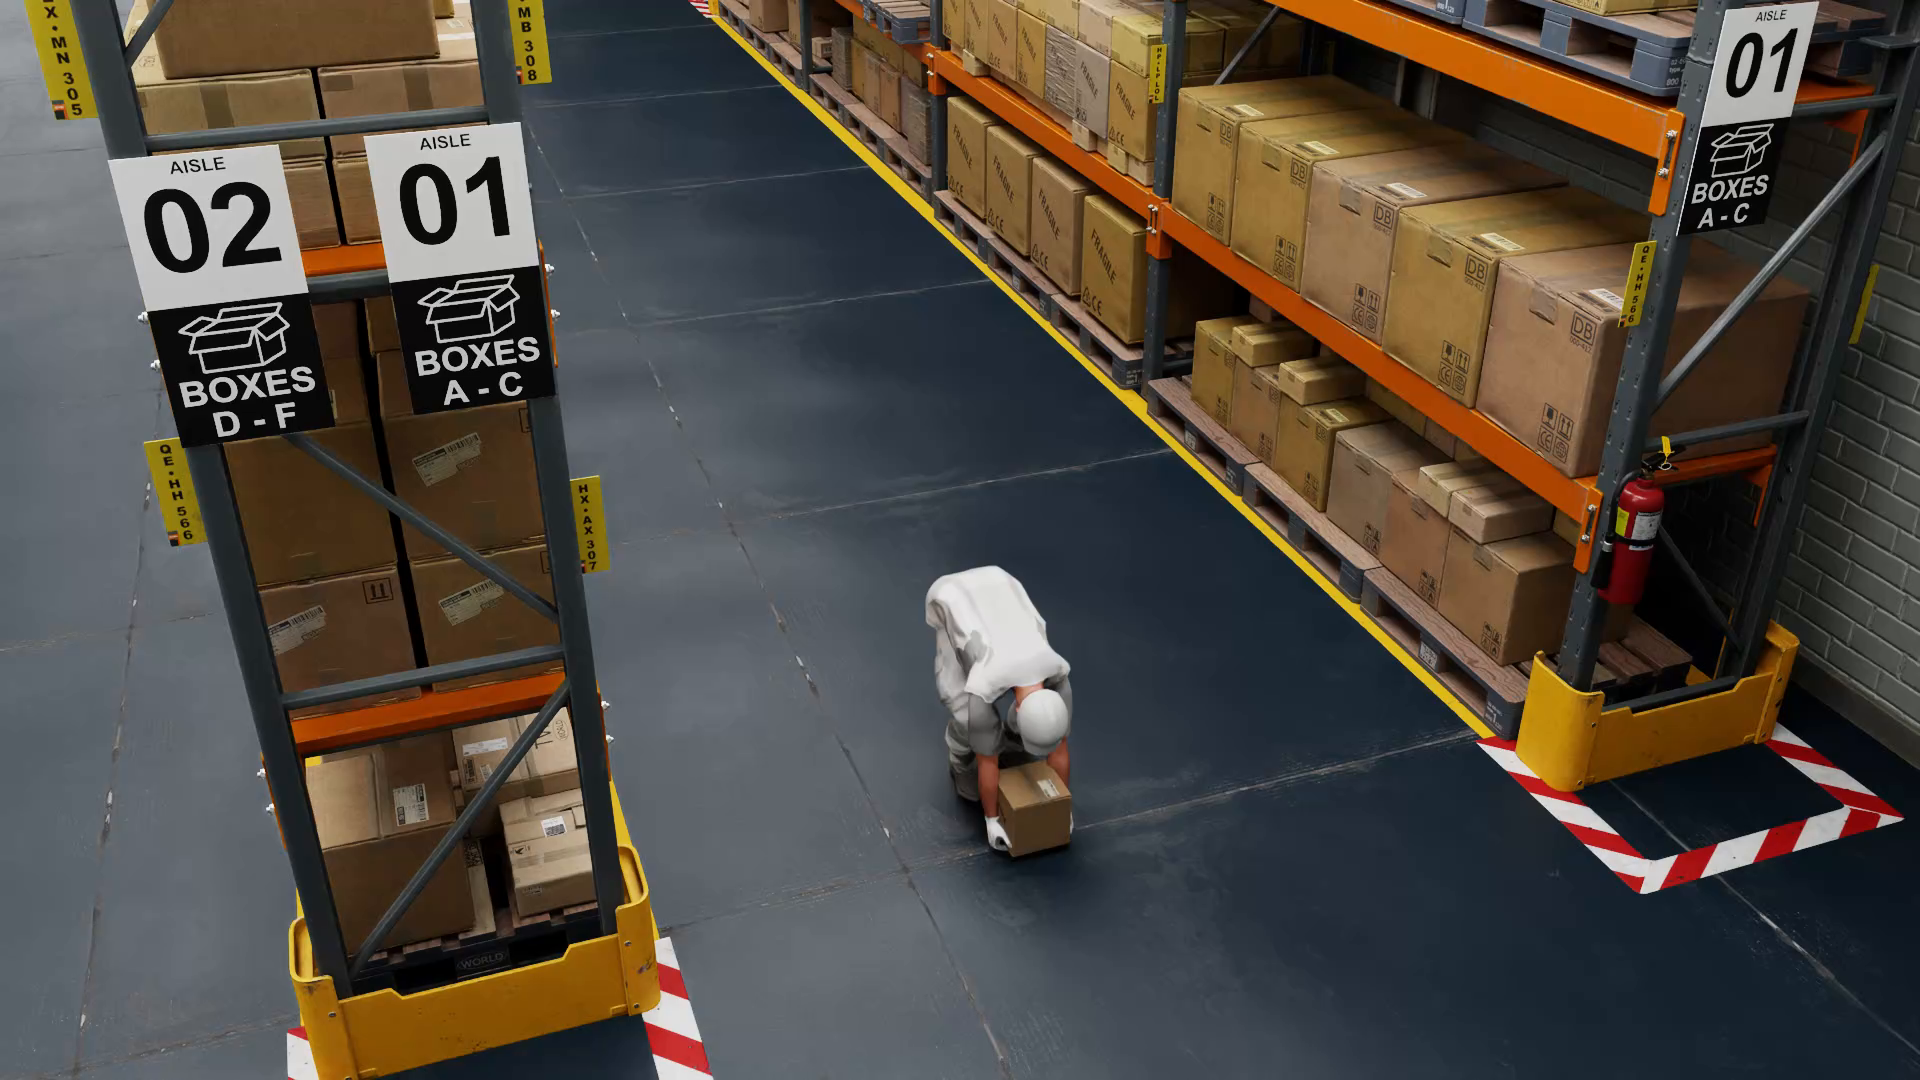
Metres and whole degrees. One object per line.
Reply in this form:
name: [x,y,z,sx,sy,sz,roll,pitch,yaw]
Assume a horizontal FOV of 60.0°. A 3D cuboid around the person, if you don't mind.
person: [0.191,0.663,6.789,0.529,0.941,0.949,-12,32,-20]
